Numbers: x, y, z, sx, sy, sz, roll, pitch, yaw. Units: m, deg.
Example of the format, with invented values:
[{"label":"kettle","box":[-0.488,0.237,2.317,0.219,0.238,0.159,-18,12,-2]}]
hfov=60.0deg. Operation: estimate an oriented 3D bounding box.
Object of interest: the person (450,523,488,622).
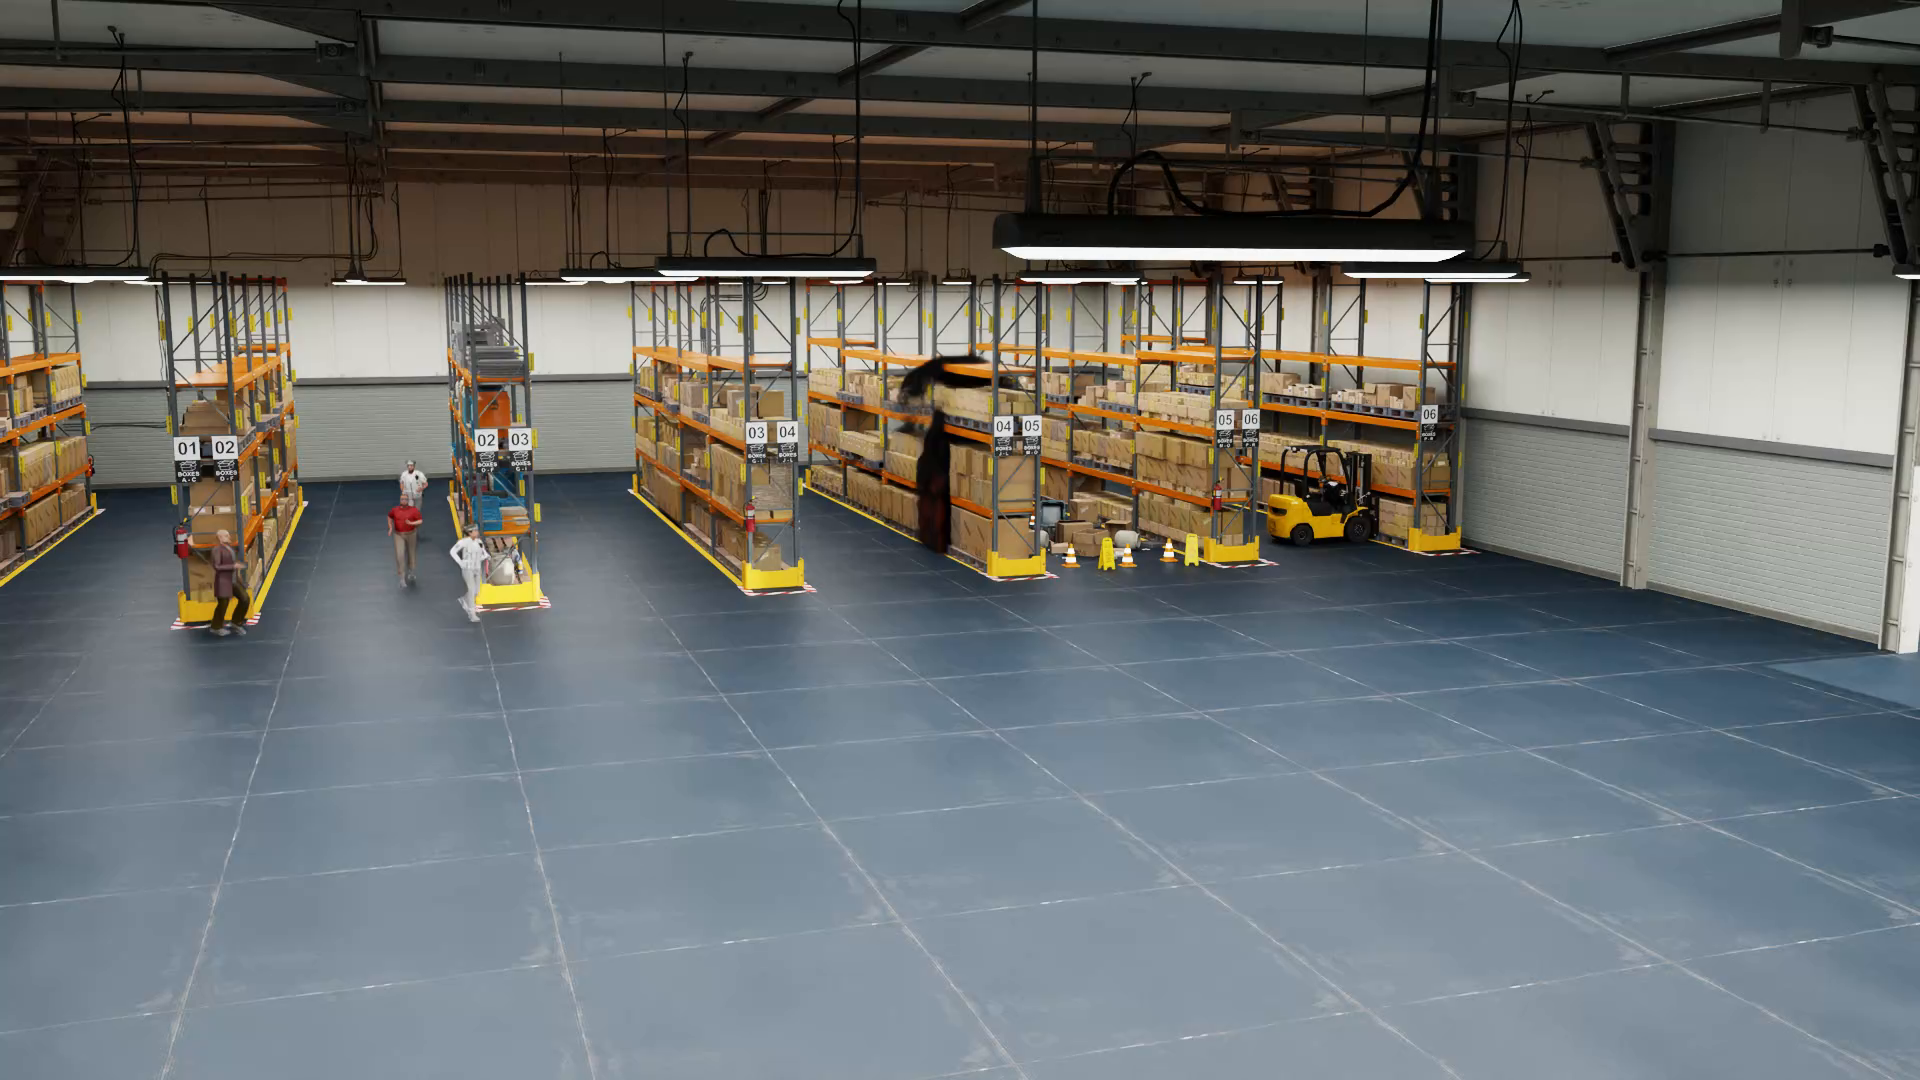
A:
[{"label":"person","box":[-8.540,0.536,29.144,0.880,1.671,0.635,6,11,36]}]

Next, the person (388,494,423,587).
[{"label":"person","box":[-10.801,-0.026,32.414,0.653,1.745,0.921,-3,9,-17]}]

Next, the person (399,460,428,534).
[{"label":"person","box":[-12.779,-1.004,38.911,0.654,1.782,0.825,-2,9,-14]}]

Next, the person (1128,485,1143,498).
[{"label":"person","box":[4.637,-1.933,43.807,0.567,1.714,0.688,-4,9,-22]}]

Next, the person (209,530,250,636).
[{"label":"person","box":[-12.090,0.724,27.503,0.765,1.815,0.721,2,9,11]}]
